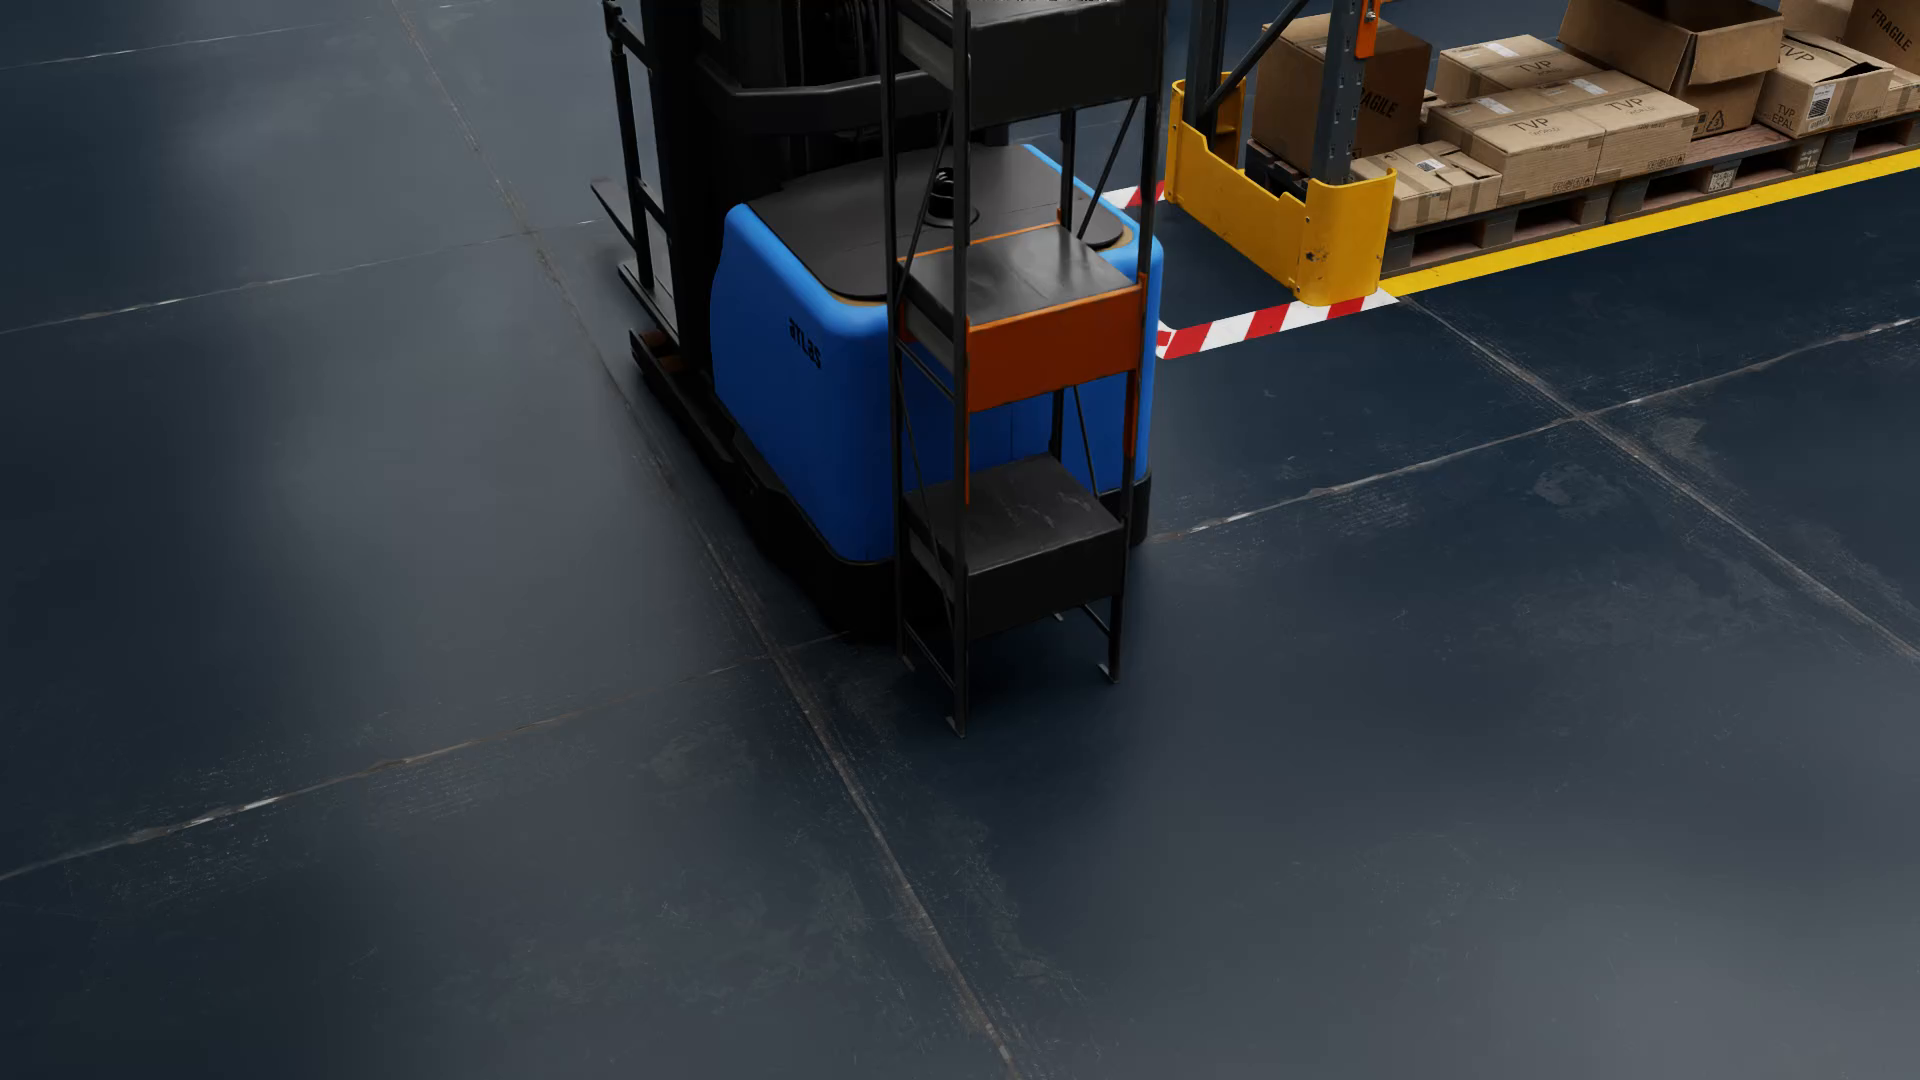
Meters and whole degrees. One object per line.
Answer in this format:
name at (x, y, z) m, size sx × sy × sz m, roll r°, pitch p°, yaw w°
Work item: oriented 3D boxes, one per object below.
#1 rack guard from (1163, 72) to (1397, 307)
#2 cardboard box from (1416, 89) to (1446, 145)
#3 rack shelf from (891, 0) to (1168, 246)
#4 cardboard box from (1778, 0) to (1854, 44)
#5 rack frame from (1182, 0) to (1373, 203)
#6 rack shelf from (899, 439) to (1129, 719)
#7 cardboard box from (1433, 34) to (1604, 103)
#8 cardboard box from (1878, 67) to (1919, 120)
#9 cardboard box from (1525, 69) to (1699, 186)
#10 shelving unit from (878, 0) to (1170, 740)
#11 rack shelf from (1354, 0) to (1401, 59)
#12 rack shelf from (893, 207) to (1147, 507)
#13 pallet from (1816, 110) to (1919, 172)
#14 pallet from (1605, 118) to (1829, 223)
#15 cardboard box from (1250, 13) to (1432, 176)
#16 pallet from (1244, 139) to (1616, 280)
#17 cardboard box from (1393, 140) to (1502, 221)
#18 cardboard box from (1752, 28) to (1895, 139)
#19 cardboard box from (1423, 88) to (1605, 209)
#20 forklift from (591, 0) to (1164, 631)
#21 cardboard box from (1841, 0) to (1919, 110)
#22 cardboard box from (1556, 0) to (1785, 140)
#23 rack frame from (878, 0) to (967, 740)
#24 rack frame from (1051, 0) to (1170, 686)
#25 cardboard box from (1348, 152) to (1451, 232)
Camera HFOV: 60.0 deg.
rack guard at (1.273, -1.454, 6.791) m, size 0.348 × 0.500 × 1.175 m, roll -16°, pitch 39°, yaw -20°
cardboard box at (1.997, -1.802, 7.171) m, size 0.250 × 0.166 × 0.380 m, roll -16°, pitch 39°, yaw -20°
rack shelf at (0.134, -1.025, 3.717) m, size 0.480 × 0.518 × 0.431 m, roll -17°, pitch 40°, yaw -21°
cardboard box at (4.353, -2.559, 8.069) m, size 0.500 × 0.311 × 0.500 m, roll -16°, pitch 39°, yaw -20°
rack frame at (1.204, -2.439, 6.020) m, size 0.127 × 3.000 × 1.000 m, roll -16°, pitch 39°, yaw -20°
rack shelf at (0.134, 0.100, 4.551) m, size 0.480 × 0.518 × 0.431 m, roll -17°, pitch 40°, yaw -21°
cardboard box at (2.465, -2.006, 7.375) m, size 0.500 × 0.250 × 0.500 m, roll -16°, pitch 39°, yaw -20°
cardboard box at (4.116, -2.059, 7.531) m, size 0.250 × 0.149 × 0.380 m, roll -16°, pitch 39°, yaw -20°
cardboard box at (2.722, -1.749, 7.029) m, size 0.500 × 0.250 × 0.500 m, roll -16°, pitch 39°, yaw -20°
shelving unit at (0.134, -0.473, 4.126) m, size 0.503 × 2.100 × 0.431 m, roll -17°, pitch 40°, yaw -21°
rack shelf at (3.015, -2.656, 6.917) m, size 4.000 × 0.370 × 1.077 m, roll -16°, pitch 39°, yaw -20°
rack shelf at (0.134, -0.463, 4.134) m, size 0.480 × 0.518 × 0.431 m, roll -17°, pitch 40°, yaw -21°
pallet at (4.203, -2.158, 7.983) m, size 1.213 × 0.211 × 1.003 m, roll -16°, pitch 39°, yaw -20°
pallet at (3.097, -1.847, 7.563) m, size 1.213 × 0.211 × 1.003 m, roll -16°, pitch 39°, yaw -20°
cardboard box at (1.592, -1.882, 6.999) m, size 0.500 × 0.500 × 0.500 m, roll -16°, pitch 39°, yaw -20°
pallet at (1.994, -1.540, 7.150) m, size 1.213 × 0.211 × 1.003 m, roll -16°, pitch 39°, yaw -20°
cardboard box at (1.956, -1.462, 6.712) m, size 0.250 × 0.166 × 0.380 m, roll -16°, pitch 39°, yaw -20°
cardboard box at (3.751, -2.061, 7.399) m, size 0.500 × 0.311 × 0.500 m, roll -16°, pitch 39°, yaw -20°
cardboard box at (2.270, -1.622, 6.858) m, size 0.500 × 0.250 × 0.500 m, roll -16°, pitch 39°, yaw -20°
forklift at (-0.540, -1.780, 5.190) m, size 1.130 × 2.935 × 3.031 m, roll -17°, pitch 40°, yaw -21°
cardboard box at (4.430, -2.327, 7.598) m, size 0.500 × 0.500 × 0.500 m, roll -16°, pitch 39°, yaw -20°
cardboard box at (3.127, -2.147, 7.353) m, size 0.637 × 0.503 × 0.797 m, roll -16°, pitch 39°, yaw -20°
rack frame at (-0.083, -0.407, 4.037) m, size 0.015 × 2.100 × 0.400 m, roll -17°, pitch 40°, yaw -21°
rack frame at (0.351, -0.540, 4.215) m, size 0.015 × 2.100 × 0.400 m, roll -17°, pitch 40°, yaw -21°
cardboard box at (1.729, -1.391, 6.632) m, size 0.250 × 0.149 × 0.380 m, roll -16°, pitch 39°, yaw -20°
